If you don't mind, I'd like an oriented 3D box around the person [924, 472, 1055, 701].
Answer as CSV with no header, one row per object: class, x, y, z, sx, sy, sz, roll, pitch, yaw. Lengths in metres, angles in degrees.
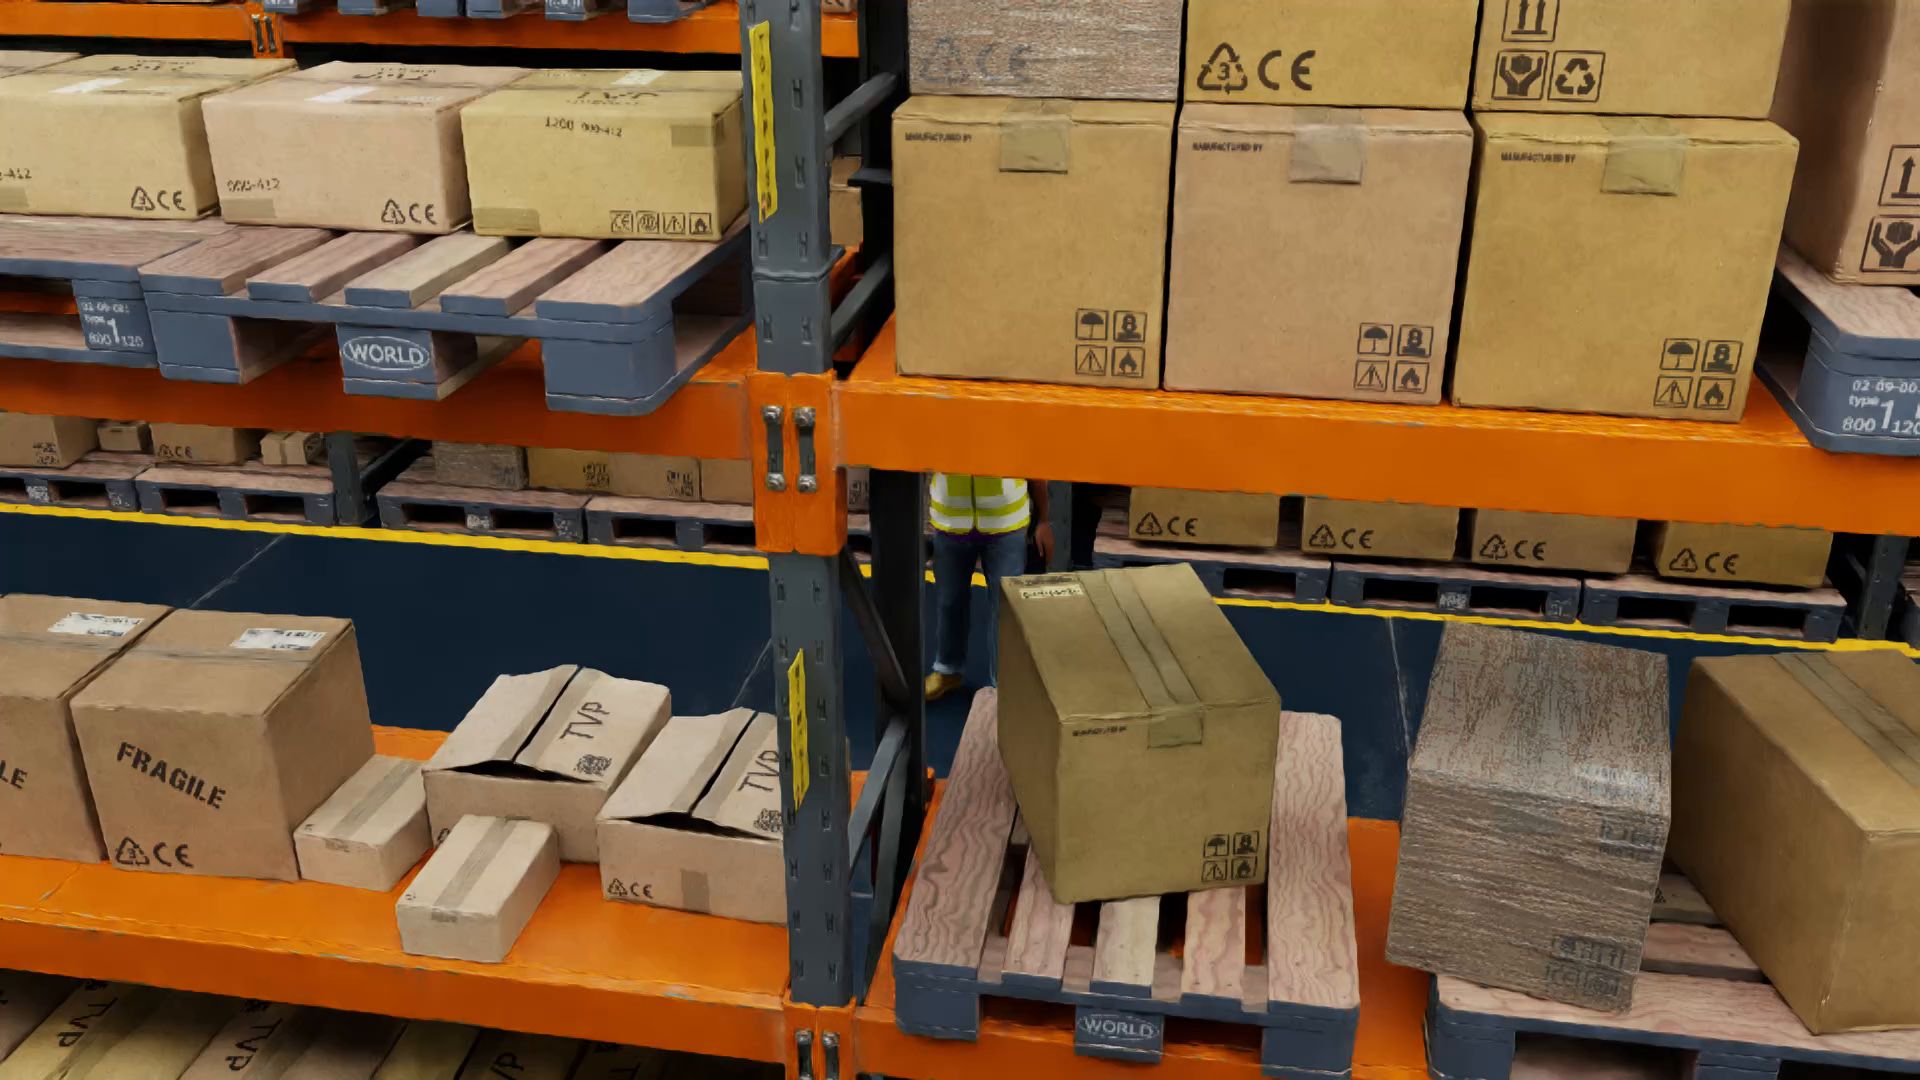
person,0.077,-0.047,7.123,0.651,1.768,0.494,4,25,8
